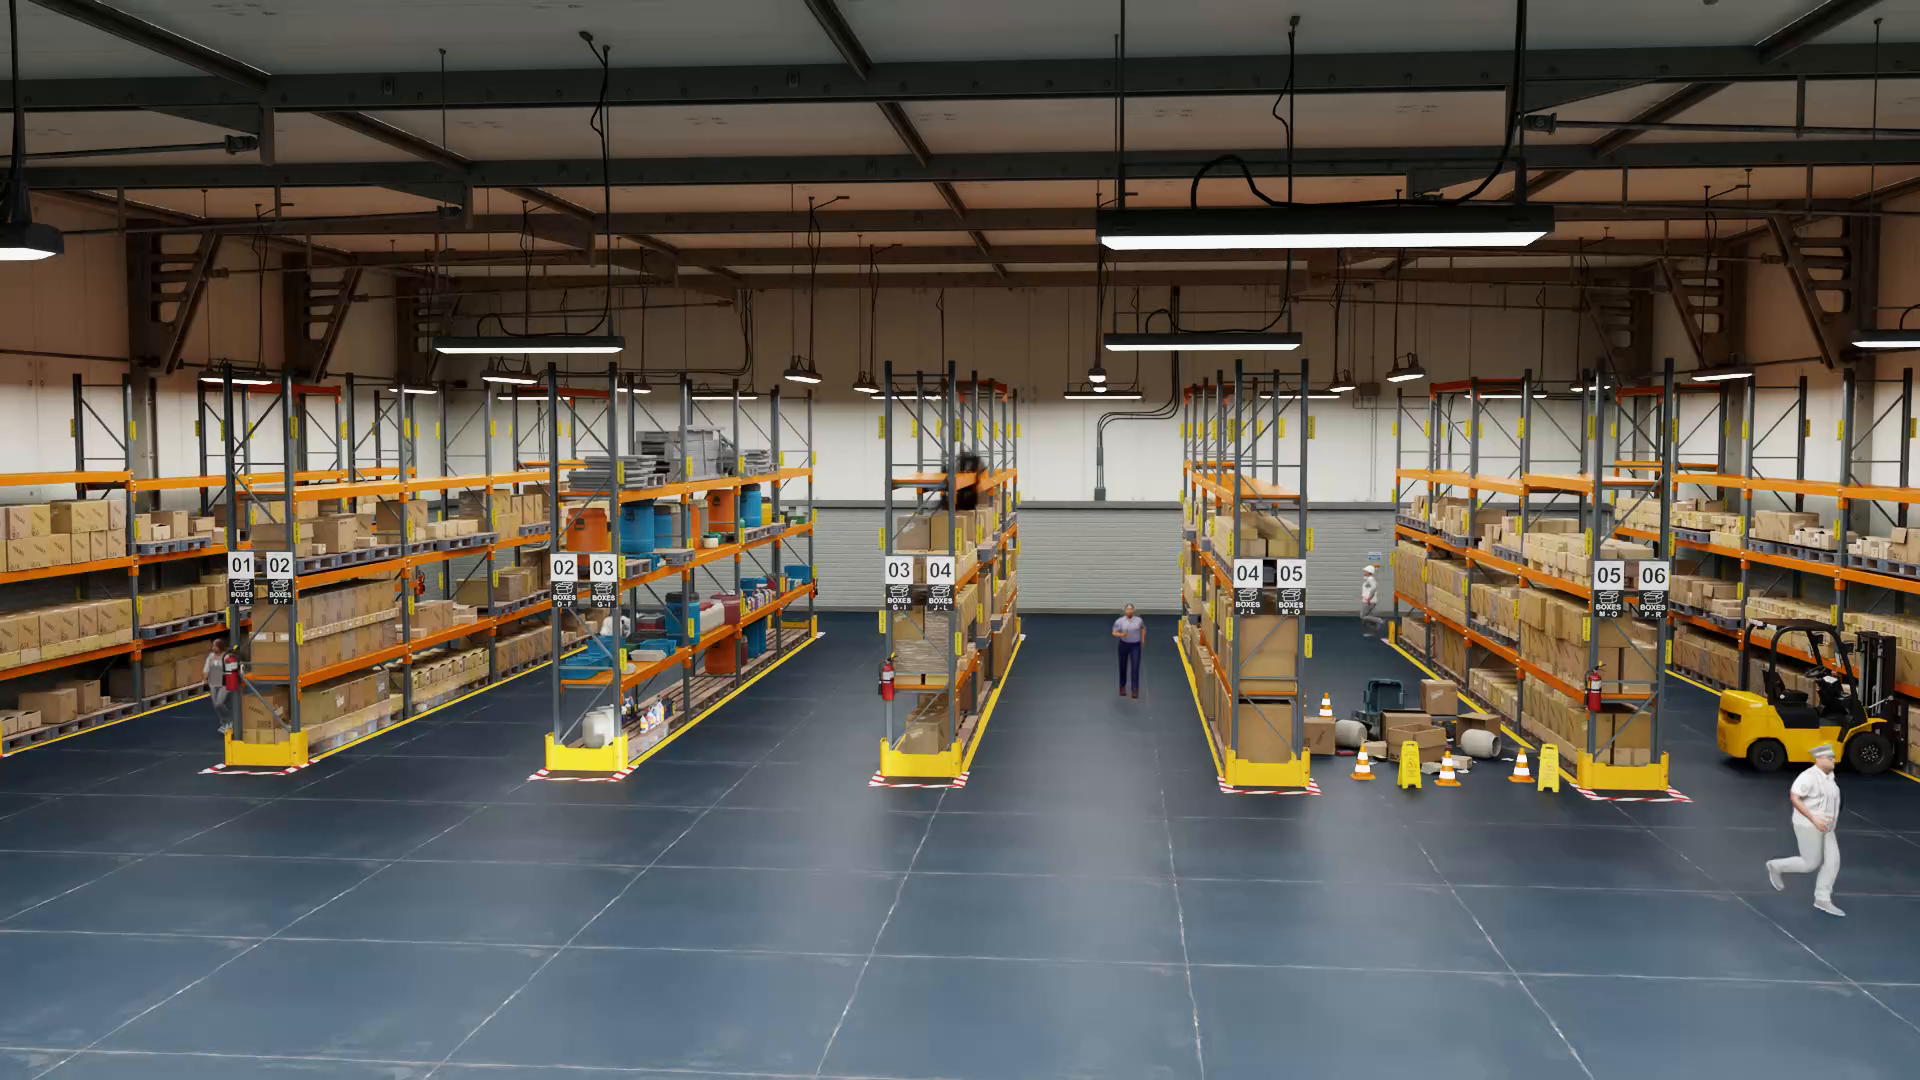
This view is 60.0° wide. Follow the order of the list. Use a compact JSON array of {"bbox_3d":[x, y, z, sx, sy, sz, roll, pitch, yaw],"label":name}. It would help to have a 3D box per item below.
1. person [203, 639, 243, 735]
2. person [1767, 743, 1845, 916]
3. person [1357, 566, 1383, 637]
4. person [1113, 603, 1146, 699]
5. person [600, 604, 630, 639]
[{"bbox_3d":[-12.131,2.427,27.277,0.567,1.589,0.650,0,4,5],"label":"person"},{"bbox_3d":[8.952,2.994,17.492,0.688,1.765,0.826,-3,5,-36],"label":"person"},{"bbox_3d":[9.953,1.490,40.377,0.642,1.734,0.689,1,4,17],"label":"person"},{"bbox_3d":[3.005,1.964,29.463,0.607,1.689,0.886,0,4,1],"label":"person"},{"bbox_3d":[-6.590,2.050,31.906,0.595,1.740,0.720,0,4,0],"label":"person"}]
